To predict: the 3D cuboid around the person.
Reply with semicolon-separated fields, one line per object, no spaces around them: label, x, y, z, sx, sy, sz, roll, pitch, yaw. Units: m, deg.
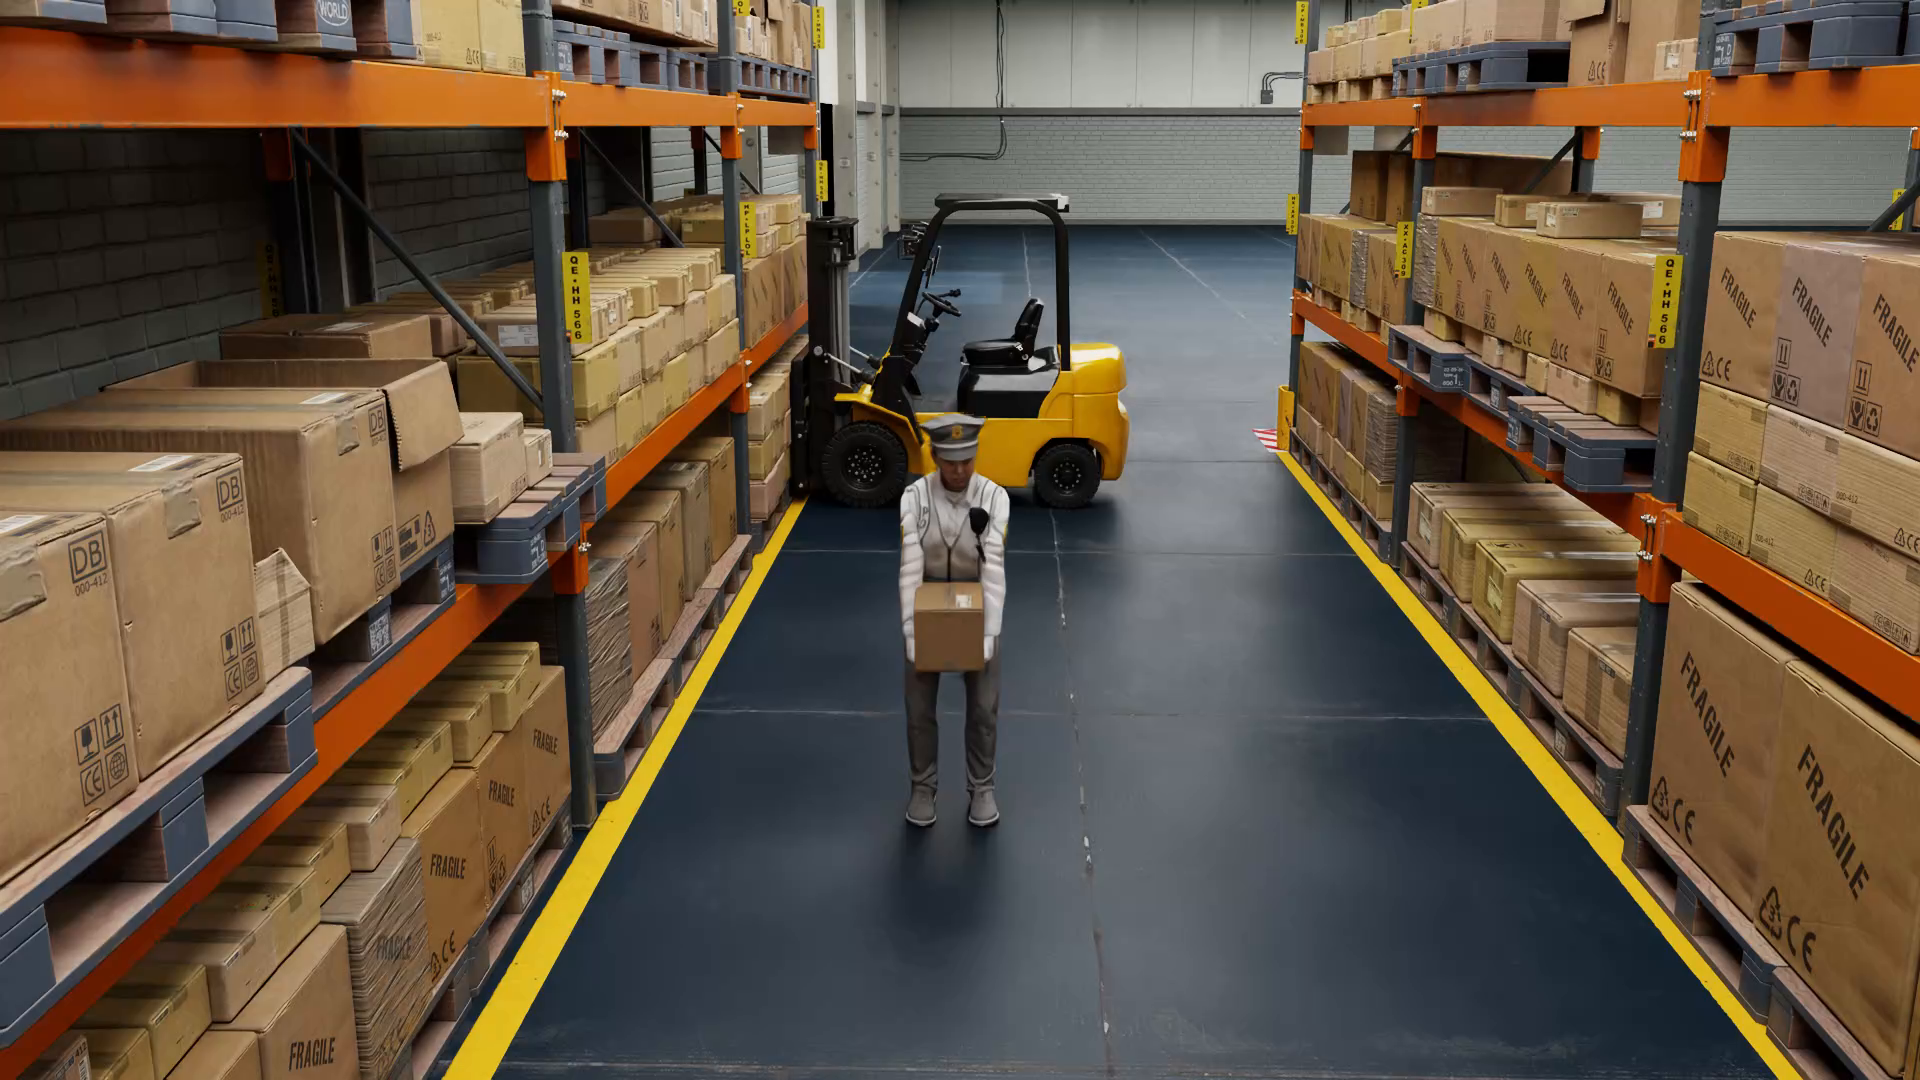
person;-0.021;0.317;6.326;0.412;1.626;0.559;0;14;0
